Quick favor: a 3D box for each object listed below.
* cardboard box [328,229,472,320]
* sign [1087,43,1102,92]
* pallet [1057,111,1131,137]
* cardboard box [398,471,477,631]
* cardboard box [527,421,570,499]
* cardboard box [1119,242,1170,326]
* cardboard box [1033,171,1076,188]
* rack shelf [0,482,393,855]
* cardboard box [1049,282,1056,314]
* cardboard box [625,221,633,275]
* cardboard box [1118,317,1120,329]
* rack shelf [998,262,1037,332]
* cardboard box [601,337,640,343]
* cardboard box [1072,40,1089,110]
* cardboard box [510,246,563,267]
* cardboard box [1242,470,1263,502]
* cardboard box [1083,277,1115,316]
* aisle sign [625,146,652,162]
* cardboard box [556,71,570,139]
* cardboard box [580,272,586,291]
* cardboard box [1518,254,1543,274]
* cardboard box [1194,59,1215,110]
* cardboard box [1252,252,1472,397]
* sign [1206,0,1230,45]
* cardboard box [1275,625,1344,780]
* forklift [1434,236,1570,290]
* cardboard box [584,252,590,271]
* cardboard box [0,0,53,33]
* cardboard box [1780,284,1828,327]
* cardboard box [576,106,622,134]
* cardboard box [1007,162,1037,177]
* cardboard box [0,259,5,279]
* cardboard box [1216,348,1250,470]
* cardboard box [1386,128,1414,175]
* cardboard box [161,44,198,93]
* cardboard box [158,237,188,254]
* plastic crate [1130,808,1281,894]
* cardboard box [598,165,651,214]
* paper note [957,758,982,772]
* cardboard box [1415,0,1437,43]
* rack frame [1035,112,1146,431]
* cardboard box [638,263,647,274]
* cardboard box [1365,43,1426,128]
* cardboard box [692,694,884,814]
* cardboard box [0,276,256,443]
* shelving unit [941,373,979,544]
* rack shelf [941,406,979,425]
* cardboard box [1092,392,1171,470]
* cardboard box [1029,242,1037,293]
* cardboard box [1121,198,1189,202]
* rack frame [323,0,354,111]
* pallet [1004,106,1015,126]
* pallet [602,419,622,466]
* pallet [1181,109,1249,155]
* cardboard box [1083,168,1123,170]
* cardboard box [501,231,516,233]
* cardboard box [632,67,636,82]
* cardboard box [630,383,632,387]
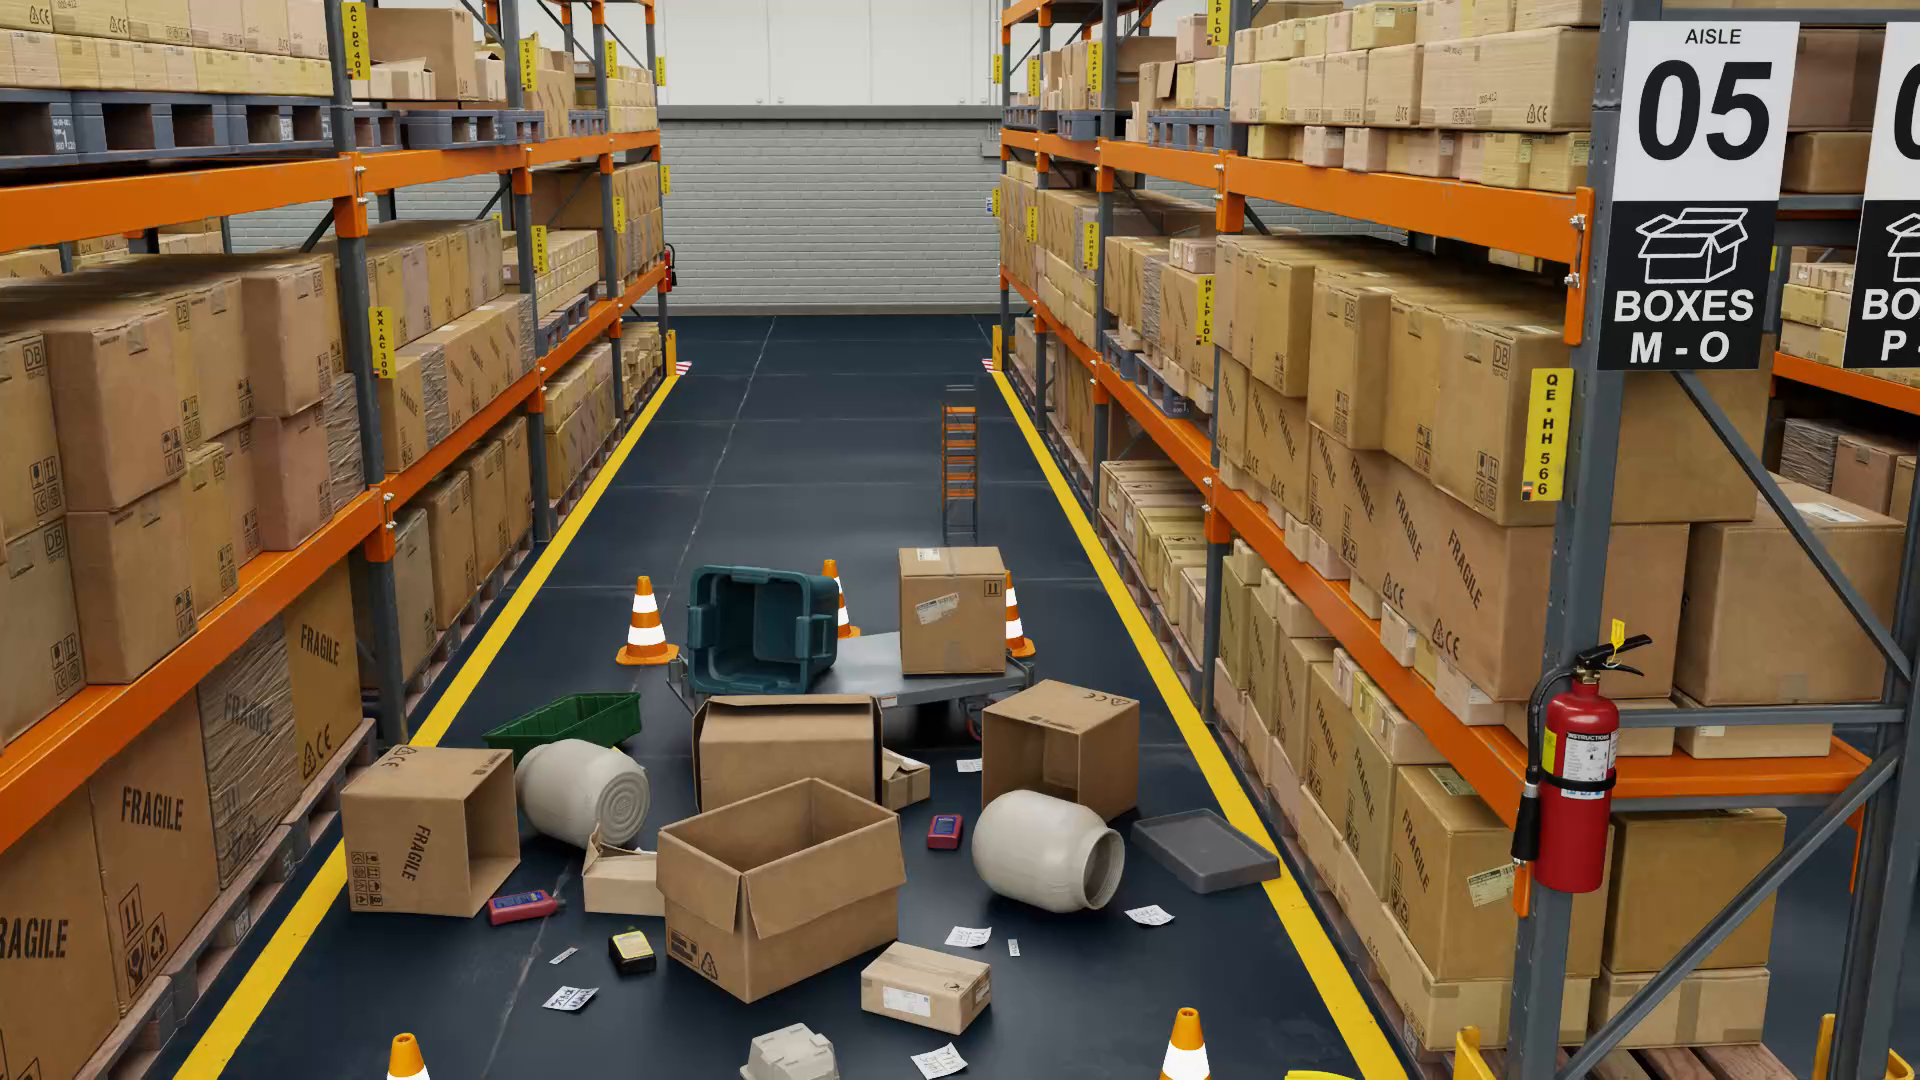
[{"bbox_3d":[-3.365,-1.600,10.016,0.700,0.500,0.500,-1,14,-4],"label":"cardboard box"},{"bbox_3d":[0.930,-3.268,11.494,0.100,0.325,0.005,-1,14,-3],"label":"sign"},{"bbox_3d":[1.320,-3.332,13.317,1.003,0.211,1.213,0,14,-1],"label":"pallet"},{"bbox_3d":[-3.386,0.056,9.461,1.050,0.750,0.750,-1,14,-3],"label":"cardboard box"},{"bbox_3d":[-3.239,-0.605,12.531,0.500,0.500,0.500,-2,15,-6],"label":"cardboard box"},{"bbox_3d":[1.321,-1.684,10.913,0.500,0.500,0.500,0,14,-1],"label":"cardboard box"},{"bbox_3d":[0.900,-3.447,15.894,0.380,0.149,0.250,-1,14,-5],"label":"cardboard box"},{"bbox_3d":[-3.078,0.409,5.862,1.077,0.370,4.000,-1,14,-3],"label":"rack shelf"},{"bbox_3d":[1.050,-2.086,14.415,0.500,0.250,0.500,-1,14,-4],"label":"cardboard box"},{"bbox_3d":[-3.514,-2.869,16.361,0.500,0.500,0.500,-1,14,-3],"label":"cardboard box"},{"bbox_3d":[1.319,-1.532,11.621,0.380,0.149,0.250,-2,15,-7],"label":"cardboard box"},{"bbox_3d":[1.113,-2.677,17.856,1.077,0.370,4.000,-1,14,-3],"label":"rack shelf"},{"bbox_3d":[-3.628,-2.080,17.777,0.380,0.149,0.250,-1,14,-5],"label":"cardboard box"},{"bbox_3d":[1.234,-3.481,12.474,0.700,0.500,0.500,-2,15,-6],"label":"cardboard box"},{"bbox_3d":[-3.368,-2.247,13.206,0.380,0.149,0.250,0,14,-2],"label":"cardboard box"},{"bbox_3d":[1.500,-0.272,7.567,0.380,0.149,0.250,0,14,-2],"label":"cardboard box"},{"bbox_3d":[1.201,-1.820,12.376,0.500,0.250,0.500,-1,14,-4],"label":"cardboard box"},{"bbox_3d":[-3.650,-4.703,19.070,0.394,0.787,0.004,-1,14,-3],"label":"aisle sign"},{"bbox_3d":[-3.293,-3.328,12.720,0.500,0.500,0.500,-1,14,-3],"label":"cardboard box"},{"bbox_3d":[-3.430,-2.224,14.311,0.380,0.149,0.250,-2,15,-6],"label":"cardboard box"},{"bbox_3d":[5.916,-2.800,16.594,0.500,0.250,0.500,-1,14,-2],"label":"cardboard box"},{"bbox_3d":[1.526,-2.391,8.739,0.500,0.250,0.500,-1,14,-3],"label":"cardboard box"},{"bbox_3d":[1.557,-0.850,6.506,0.700,0.500,0.500,-1,14,-5],"label":"cardboard box"},{"bbox_3d":[1.179,-2.423,7.577,0.100,0.325,0.005,-1,14,-3],"label":"sign"},{"bbox_3d":[1.575,0.639,6.693,0.500,0.500,0.500,0,14,-1],"label":"cardboard box"},{"bbox_3d":[3.361,-0.824,9.346,1.130,2.935,3.031,-4,15,-16],"label":"forklift"},{"bbox_3d":[-3.446,-2.429,14.513,0.380,0.149,0.250,0,14,-1],"label":"cardboard box"},{"bbox_3d":[-2.760,-1.469,4.355,0.500,0.250,0.500,-1,14,-4],"label":"cardboard box"},{"bbox_3d":[6.198,-1.666,11.780,0.500,0.250,0.500,-1,14,-3],"label":"cardboard box"},{"bbox_3d":[-3.462,-3.926,15.547,0.500,0.250,0.500,0,14,-1],"label":"cardboard box"},{"bbox_3d":[0.724,-4.147,18.615,0.380,0.149,0.250,0,14,-2],"label":"cardboard box"},{"bbox_3d":[-8.289,-2.059,13.807,0.500,0.500,0.500,-1,14,-4],"label":"cardboard box"},{"bbox_3d":[1.482,-0.618,7.609,0.500,0.500,0.500,-1,14,-4],"label":"cardboard box"},{"bbox_3d":[1.628,-1.278,5.459,0.380,0.149,0.250,-1,14,-5],"label":"cardboard box"},{"bbox_3d":[-2.764,-1.555,5.491,0.380,0.149,0.250,-1,14,-4],"label":"cardboard box"},{"bbox_3d":[-8.544,-3.072,17.652,0.500,0.250,0.500,-1,14,-5],"label":"cardboard box"},{"bbox_3d":[1.012,1.278,6.898,0.402,0.080,0.583,-6,16,-23],"label":"plastic crate"},{"bbox_3d":[-3.596,-3.733,17.712,0.500,0.500,0.500,0,14,-1],"label":"cardboard box"},{"bbox_3d":[0.063,1.057,7.856,0.148,0.019,0.142,-1,14,-3],"label":"paper note"},{"bbox_3d":[1.691,-1.659,5.338,0.380,0.149,0.250,-1,14,-5],"label":"cardboard box"},{"bbox_3d":[1.237,-2.528,15.833,1.000,3.000,0.127,-1,14,-3],"label":"rack frame"},{"bbox_3d":[-3.608,-2.970,18.052,0.380,0.149,0.250,-2,15,-6],"label":"cardboard box"},{"bbox_3d":[1.613,-1.445,5.308,0.500,0.250,0.500,0,14,-2],"label":"cardboard box"},{"bbox_3d":[-0.721,0.969,6.978,0.797,0.637,0.503,-1,14,-3],"label":"cardboard box"},{"bbox_3d":[-3.167,-0.669,6.139,0.875,0.550,0.550,-1,14,-3],"label":"cardboard box"},{"bbox_3d":[0.001,-0.577,11.863,0.258,1.200,0.189,-1,14,-3],"label":"shelving unit"},{"bbox_3d":[0.001,-0.883,11.784,0.258,0.103,0.180,-1,14,-3],"label":"rack shelf"},{"bbox_3d":[1.525,-0.881,12.852,0.875,0.875,0.875,-1,14,-4],"label":"cardboard box"},{"bbox_3d":[0.953,-2.688,16.254,0.500,0.500,0.500,-1,14,-3],"label":"cardboard box"},{"bbox_3d":[1.614,-2.570,13.789,0.500,0.500,0.500,-1,14,-3],"label":"cardboard box"},{"bbox_3d":[-3.202,-3.343,6.958,1.000,3.000,0.127,-1,14,-3],"label":"rack frame"},{"bbox_3d":[1.046,-4.749,18.621,1.003,0.211,1.213,-1,14,-3],"label":"pallet"},{"bbox_3d":[-3.648,-0.883,15.034,1.003,0.211,1.213,-1,14,-3],"label":"pallet"},{"bbox_3d":[1.801,-2.056,8.353,1.213,0.211,1.003,-1,14,-3],"label":"pallet"},{"bbox_3d":[1.432,-3.647,16.672,0.380,0.149,0.250,-1,14,-4],"label":"cardboard box"},{"bbox_3d":[-4.132,-2.692,14.935,0.380,0.149,0.250,0,14,-1],"label":"cardboard box"},{"bbox_3d":[-3.583,-4.840,17.295,0.380,0.149,0.250,-1,14,-2],"label":"cardboard box"},{"bbox_3d":[-3.483,-1.472,16.607,0.380,0.149,0.250,-1,14,-4],"label":"cardboard box"}]
